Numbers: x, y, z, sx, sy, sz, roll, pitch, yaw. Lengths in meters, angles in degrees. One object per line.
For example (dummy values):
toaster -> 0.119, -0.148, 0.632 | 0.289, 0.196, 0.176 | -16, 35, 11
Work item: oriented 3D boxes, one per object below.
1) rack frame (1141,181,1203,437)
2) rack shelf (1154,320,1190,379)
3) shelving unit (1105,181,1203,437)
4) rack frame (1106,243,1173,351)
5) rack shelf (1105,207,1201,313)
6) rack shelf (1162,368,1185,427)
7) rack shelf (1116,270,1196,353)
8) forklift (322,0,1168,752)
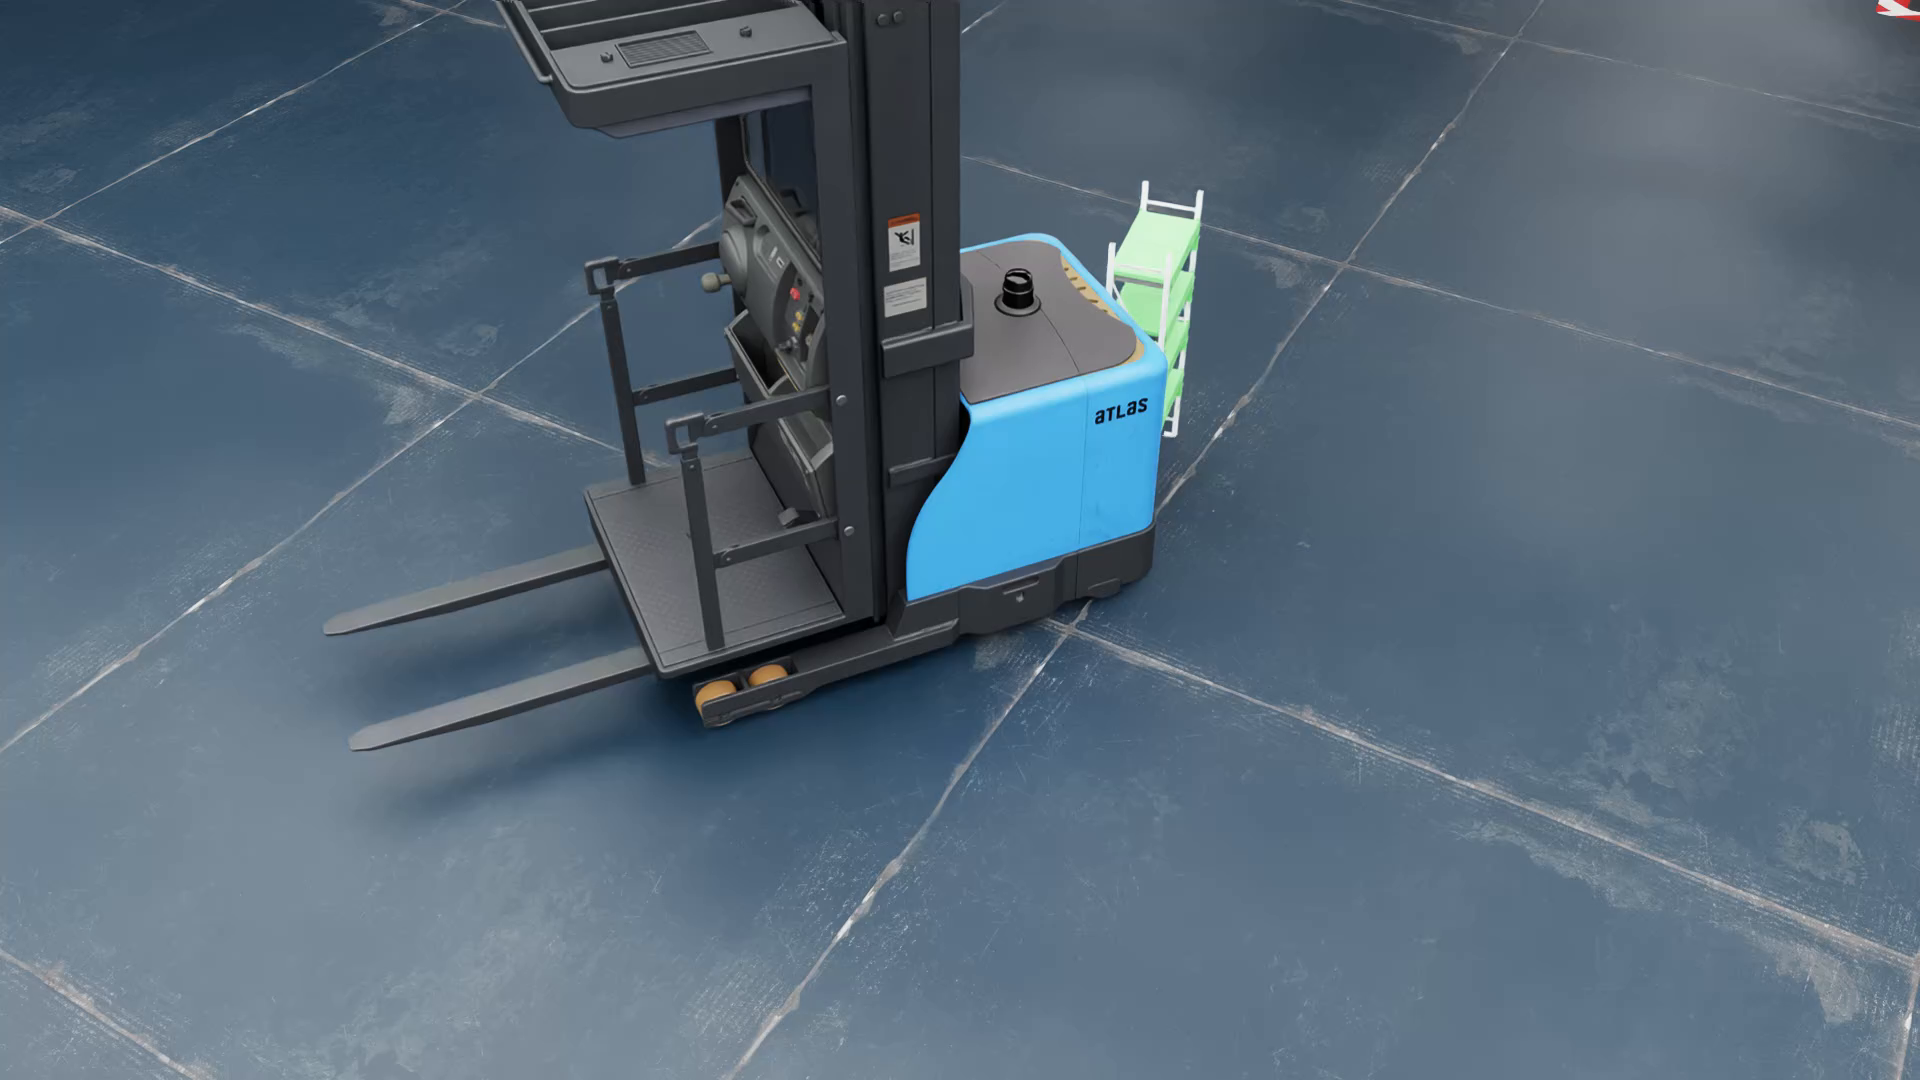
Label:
rack frame -> 0.833, -0.931, 6.899 | 0.240, 1.200, 0.015 | 13, 43, 14
rack shelf -> 0.752, -0.731, 6.769 | 0.258, 0.148, 0.480 | 13, 43, 14
shelving unit -> 0.752, -0.779, 6.727 | 0.258, 1.200, 0.503 | 13, 43, 14
rack frame -> 0.670, -0.627, 6.554 | 0.240, 1.200, 0.015 | 13, 43, 14
rack shelf -> 0.752, -1.091, 6.452 | 0.258, 0.148, 0.480 | 13, 43, 14
rack shelf -> 0.752, -0.551, 6.927 | 0.258, 0.148, 0.480 | 13, 43, 14
rack shelf -> 0.752, -0.911, 6.610 | 0.258, 0.148, 0.480 | 13, 43, 14
forklift -> -0.809, -0.830, 5.475 | 3.031, 2.935, 1.130 | -16, 44, -18
